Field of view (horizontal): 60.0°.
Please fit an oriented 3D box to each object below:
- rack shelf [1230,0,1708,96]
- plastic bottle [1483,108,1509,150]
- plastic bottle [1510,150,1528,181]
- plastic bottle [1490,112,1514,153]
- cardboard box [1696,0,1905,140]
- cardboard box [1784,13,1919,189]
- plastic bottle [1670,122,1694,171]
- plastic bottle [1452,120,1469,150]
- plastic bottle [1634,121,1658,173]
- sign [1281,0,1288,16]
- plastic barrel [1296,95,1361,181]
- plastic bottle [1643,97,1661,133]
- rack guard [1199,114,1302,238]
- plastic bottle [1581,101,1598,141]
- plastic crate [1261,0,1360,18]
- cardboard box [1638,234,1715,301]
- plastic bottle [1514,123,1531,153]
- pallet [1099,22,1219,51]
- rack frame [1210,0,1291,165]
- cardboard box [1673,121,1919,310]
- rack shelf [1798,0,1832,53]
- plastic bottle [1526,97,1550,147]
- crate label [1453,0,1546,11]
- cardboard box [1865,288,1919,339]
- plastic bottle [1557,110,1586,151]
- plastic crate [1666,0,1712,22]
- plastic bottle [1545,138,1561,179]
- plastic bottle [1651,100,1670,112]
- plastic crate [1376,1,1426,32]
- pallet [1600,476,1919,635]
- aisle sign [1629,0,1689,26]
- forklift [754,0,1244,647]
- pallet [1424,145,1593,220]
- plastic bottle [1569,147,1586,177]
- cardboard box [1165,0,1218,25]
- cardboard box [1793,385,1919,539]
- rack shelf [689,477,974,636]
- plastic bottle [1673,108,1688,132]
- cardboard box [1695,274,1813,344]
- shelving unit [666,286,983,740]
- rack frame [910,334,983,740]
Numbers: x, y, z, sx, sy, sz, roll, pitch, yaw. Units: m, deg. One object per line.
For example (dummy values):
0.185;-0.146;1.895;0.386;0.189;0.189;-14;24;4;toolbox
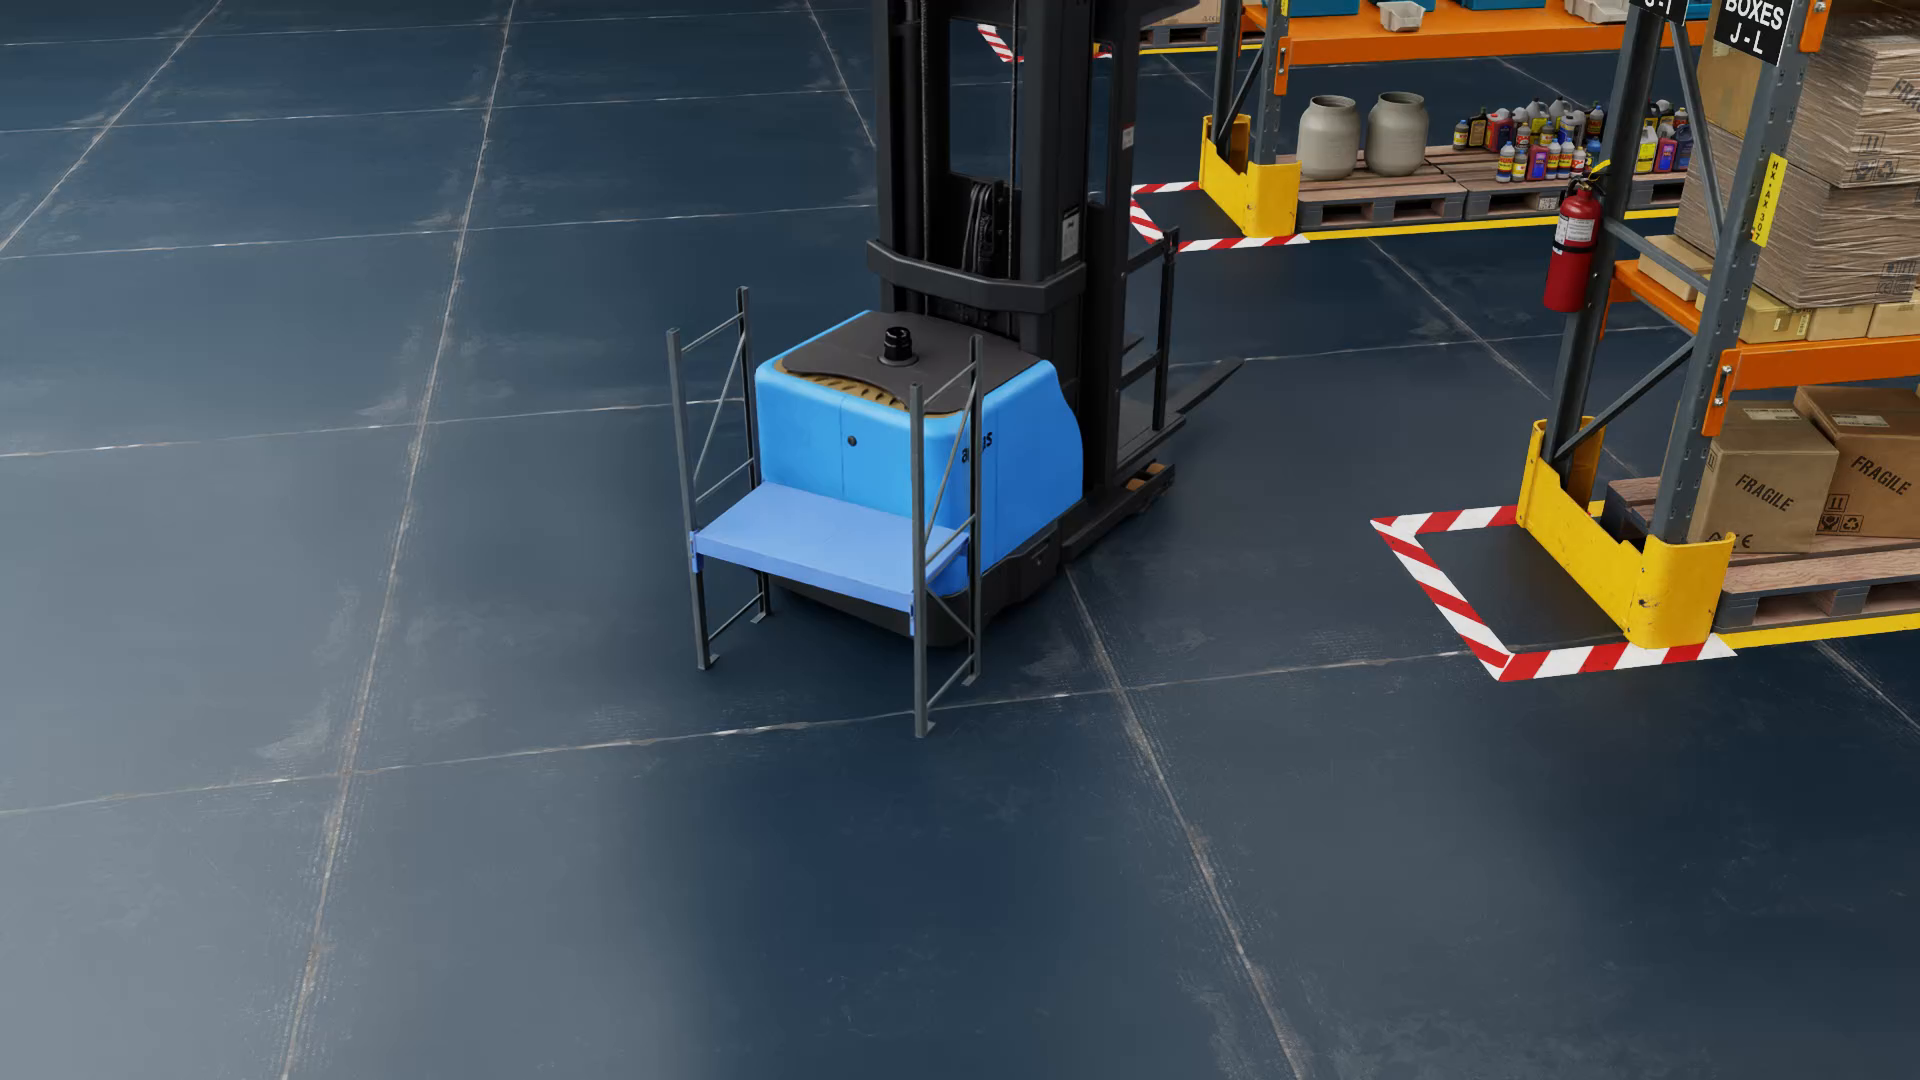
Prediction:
3.907;-3.472;11.405;4.000;0.370;1.077;-5;31;-9;rack shelf
3.920;-3.010;12.163;0.135;0.276;0.152;-5;31;-9;plastic bottle
3.881;-2.602;11.543;0.097;0.201;0.097;0;30;0;plastic bottle
3.940;-2.961;12.071;0.133;0.283;0.061;-5;31;-9;plastic bottle
3.329;-1.906;6.653;0.500;0.500;0.500;-5;31;-9;cardboard box
3.422;-1.646;6.212;0.500;0.500;0.500;-5;31;-9;cardboard box
5.104;-2.792;11.719;0.185;0.351;0.144;-7;31;-11;plastic bottle
3.668;-2.969;12.166;0.097;0.201;0.097;0;30;0;plastic bottle
4.787;-2.763;11.668;0.185;0.351;0.144;-5;31;-9;plastic bottle
2.035;-3.444;10.374;0.005;0.325;0.100;-5;31;-9;sign
2.574;-2.806;11.603;0.421;0.512;0.421;0;30;0;plastic barrel
5.032;-3.073;12.197;0.185;0.351;0.144;-5;31;-9;plastic bottle
2.006;-2.552;11.597;0.348;0.500;1.175;-5;31;-9;rack guard
4.650;-3.105;12.317;0.133;0.283;0.061;-4;31;-7;plastic bottle
2.378;-3.730;11.281;0.616;0.251;0.499;-5;31;-9;plastic crate
3.075;-1.150;6.995;0.250;0.149;0.380;-5;31;-9;cardboard box
4.098;-2.930;12.101;0.097;0.201;0.097;0;30;0;plastic bottle
1.796;-4.958;15.973;1.213;0.211;1.003;-5;31;-9;pallet
1.940;-3.599;10.912;0.127;3.000;1.000;-5;31;-9;rack frame
3.378;-1.338;6.673;0.500;0.500;0.875;-5;31;-9;cardboard box
4.799;-2.295;6.445;4.000;0.370;1.077;-5;31;-9;rack shelf
4.219;-3.072;12.195;0.185;0.351;0.144;-4;31;-7;plastic bottle
3.702;-3.917;11.418;0.616;0.435;0.502;-5;31;-9;crate label
3.653;-0.957;6.666;0.250;0.149;0.380;-5;31;-9;cardboard box
4.453;-2.986;12.121;0.135;0.276;0.152;-5;31;-9;plastic bottle
4.835;-3.664;11.168;0.616;0.251;0.499;-5;31;-9;plastic crate
4.117;-2.654;11.562;0.097;0.271;0.097;0;30;0;plastic bottle
5.169;-3.126;12.361;0.135;0.276;0.152;-4;31;-7;plastic bottle
2.878;-3.407;10.845;0.250;0.136;0.298;-5;31;-9;plastic crate
3.712;0.009;7.527;1.213;0.211;1.003;-5;31;-9;pallet
2.717;-2.394;6.298;0.004;0.787;0.394;-5;31;-9;aisle sign
0.390;-1.519;7.441;1.130;2.935;3.031;20;36;30;forklift
4.004;-2.609;11.978;1.213;0.211;1.003;-5;31;-9;pallet
4.313;-2.642;11.611;0.097;0.201;0.097;0;30;0;plastic bottle
2.110;-5.050;15.678;0.500;0.250;0.500;-5;31;-9;cardboard box
4.031;-0.354;7.444;0.500;0.500;0.500;2;31;4;cardboard box
-0.497;0.048;6.544;1.000;0.185;0.538;15;33;23;rack shelf
5.382;-3.128;12.437;0.097;0.201;0.097;0;30;0;plastic bottle
3.155;-0.929;6.618;0.250;0.149;0.380;-5;31;-9;cardboard box
-0.497;-0.107;6.453;1.048;1.500;0.538;15;33;23;shelving unit
-0.045;0.011;6.252;0.032;1.500;0.500;15;33;23;rack frame
